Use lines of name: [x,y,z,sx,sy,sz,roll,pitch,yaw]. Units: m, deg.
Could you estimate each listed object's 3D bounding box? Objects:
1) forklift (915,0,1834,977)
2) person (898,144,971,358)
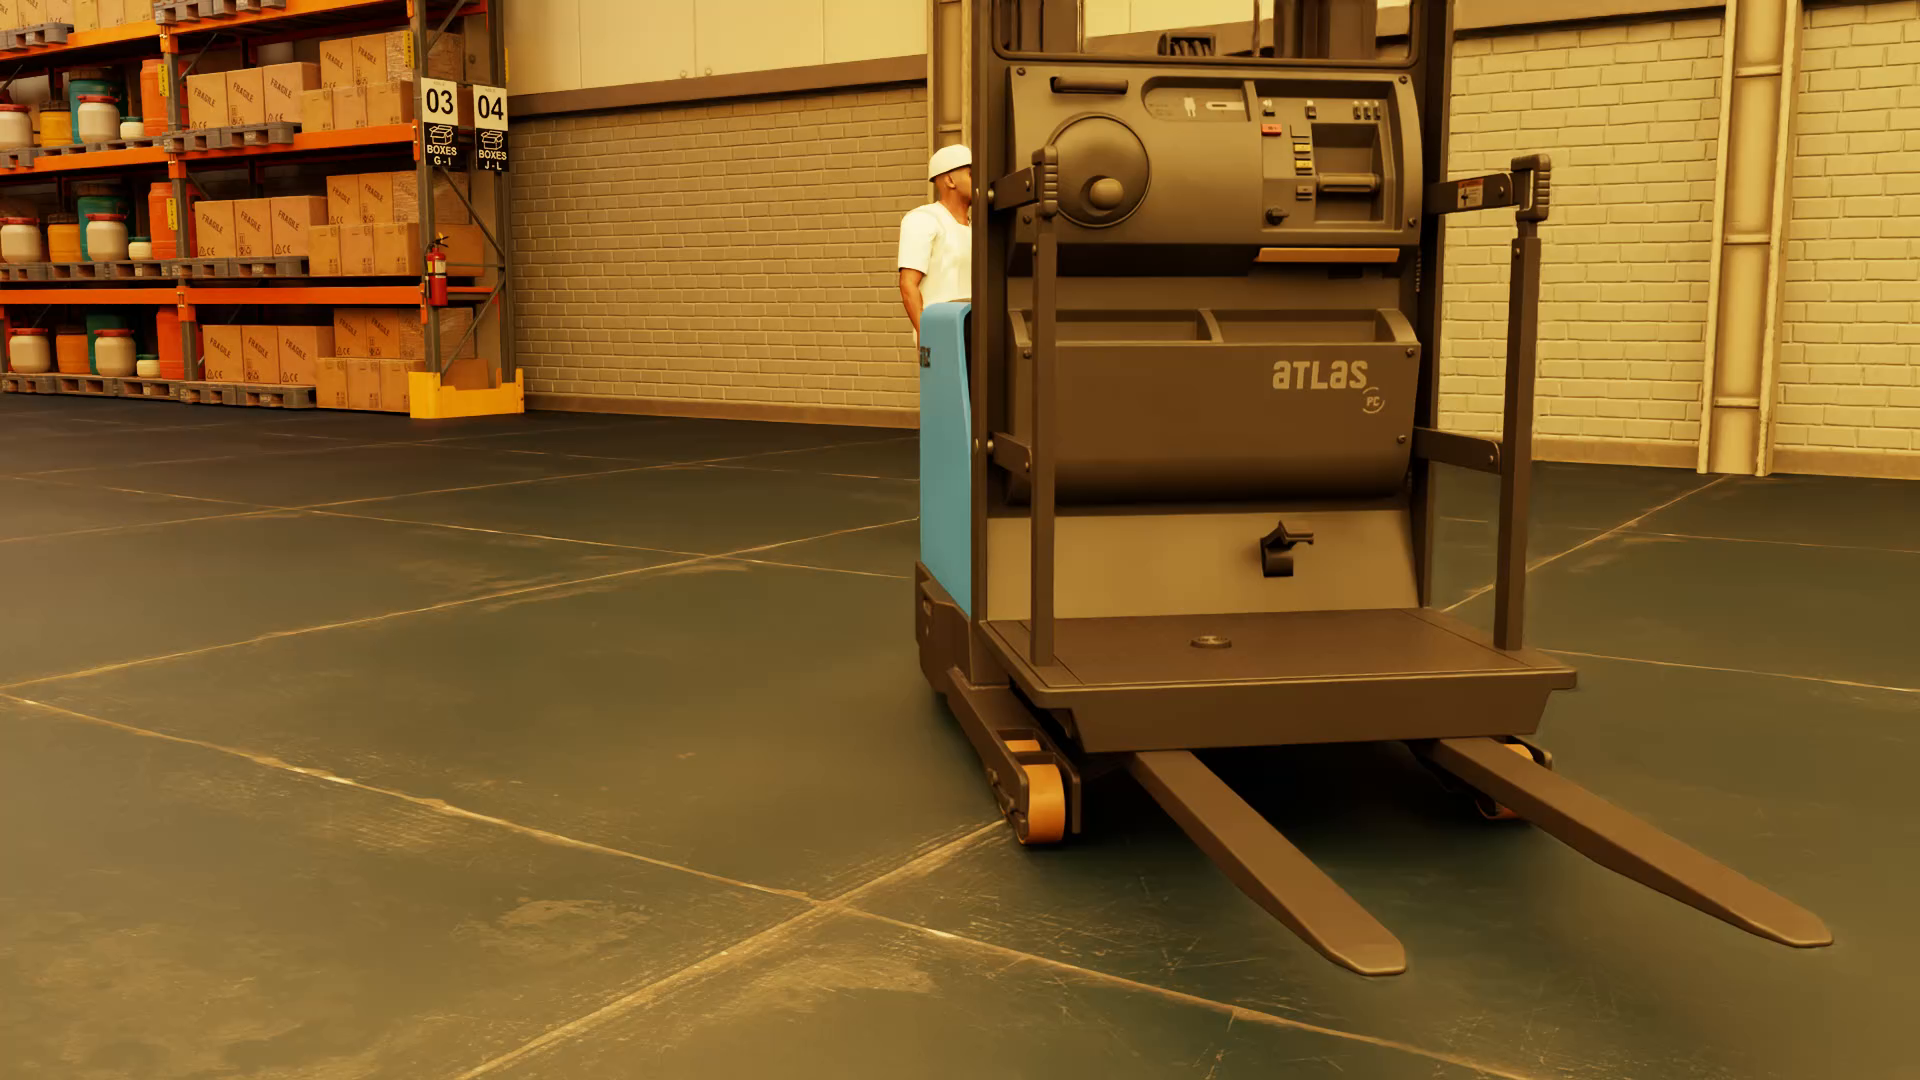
forklift: [0.608,-0.895,3.484,1.130,2.935,3.031,-1,8,-9]
person: [0.054,-0.875,7.435,0.577,1.765,0.666,5,10,34]
